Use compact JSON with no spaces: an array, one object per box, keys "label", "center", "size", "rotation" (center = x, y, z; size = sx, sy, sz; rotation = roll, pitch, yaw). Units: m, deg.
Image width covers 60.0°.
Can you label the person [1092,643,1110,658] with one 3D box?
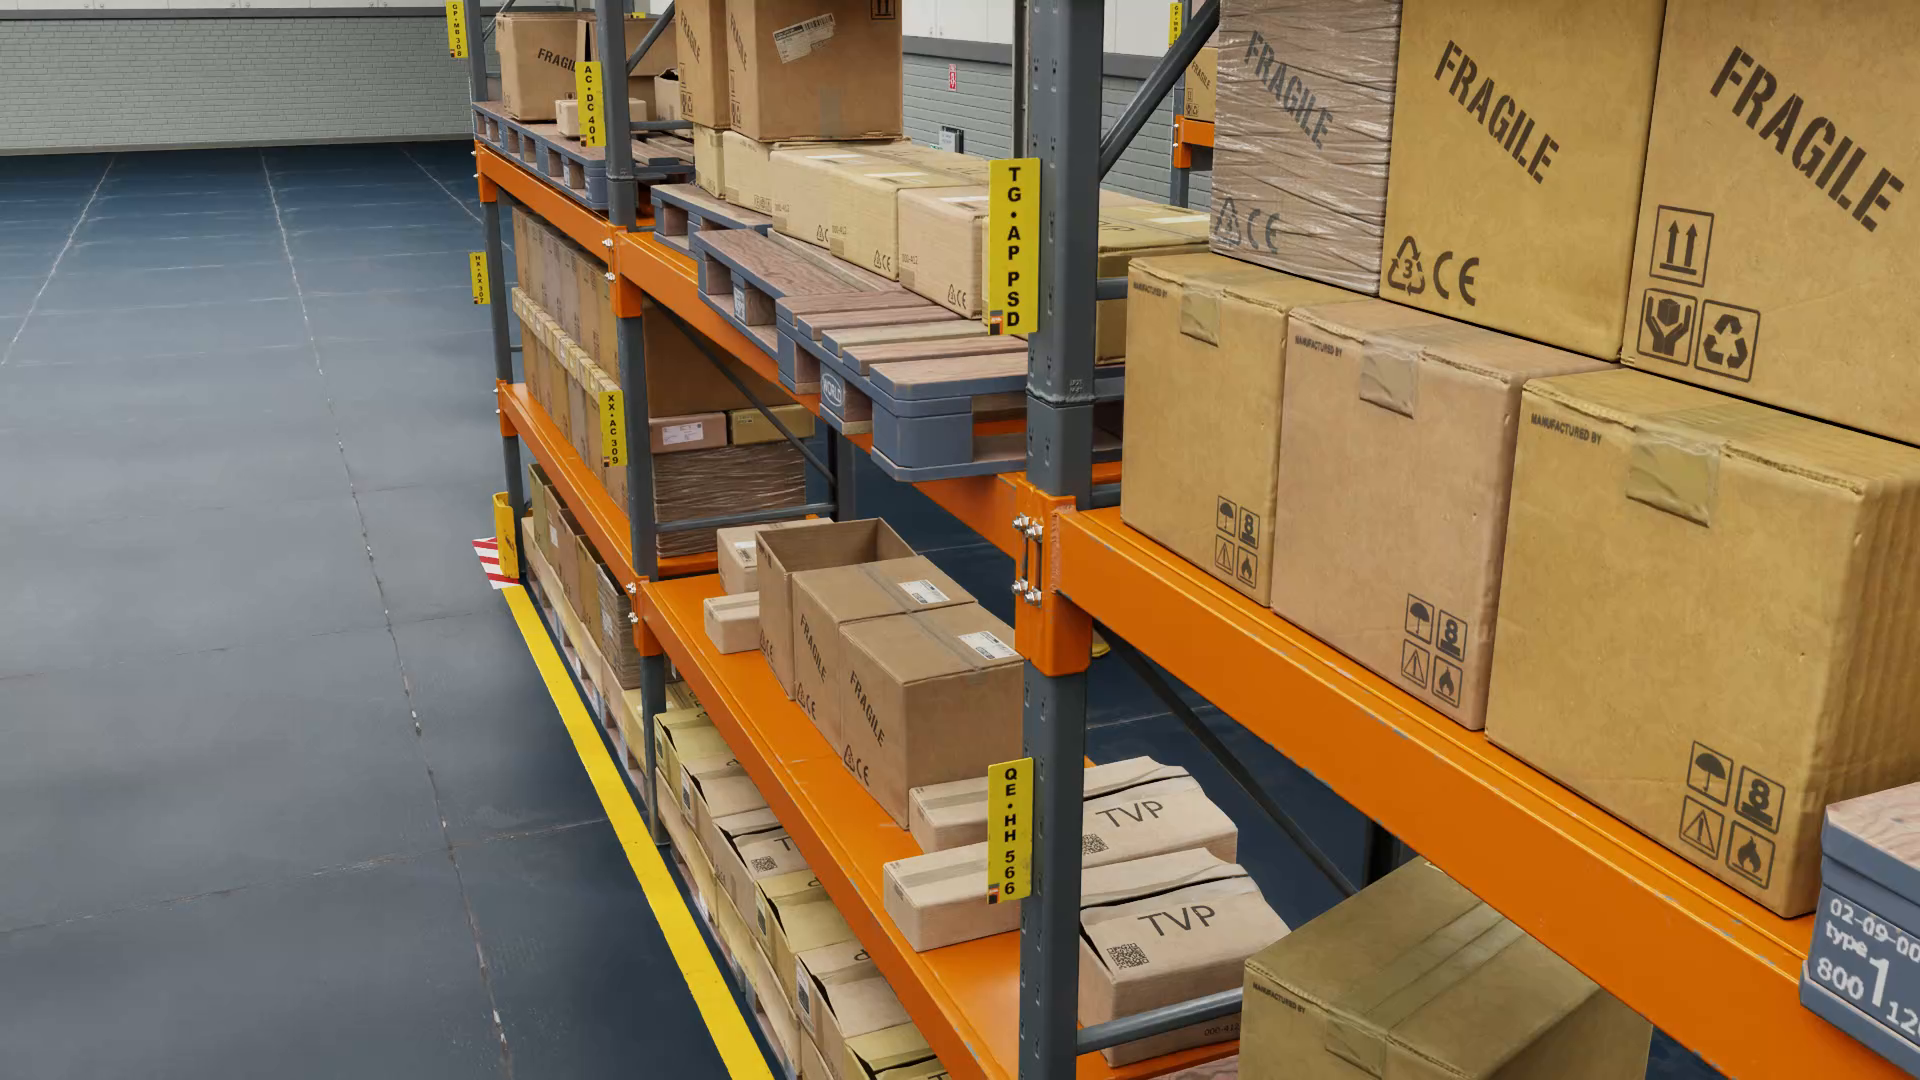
[{"label":"person","center":[0.619,-0.211,9.661],"size":[0.454,1.757,0.636],"rotation":[-9,21,-25]}]
